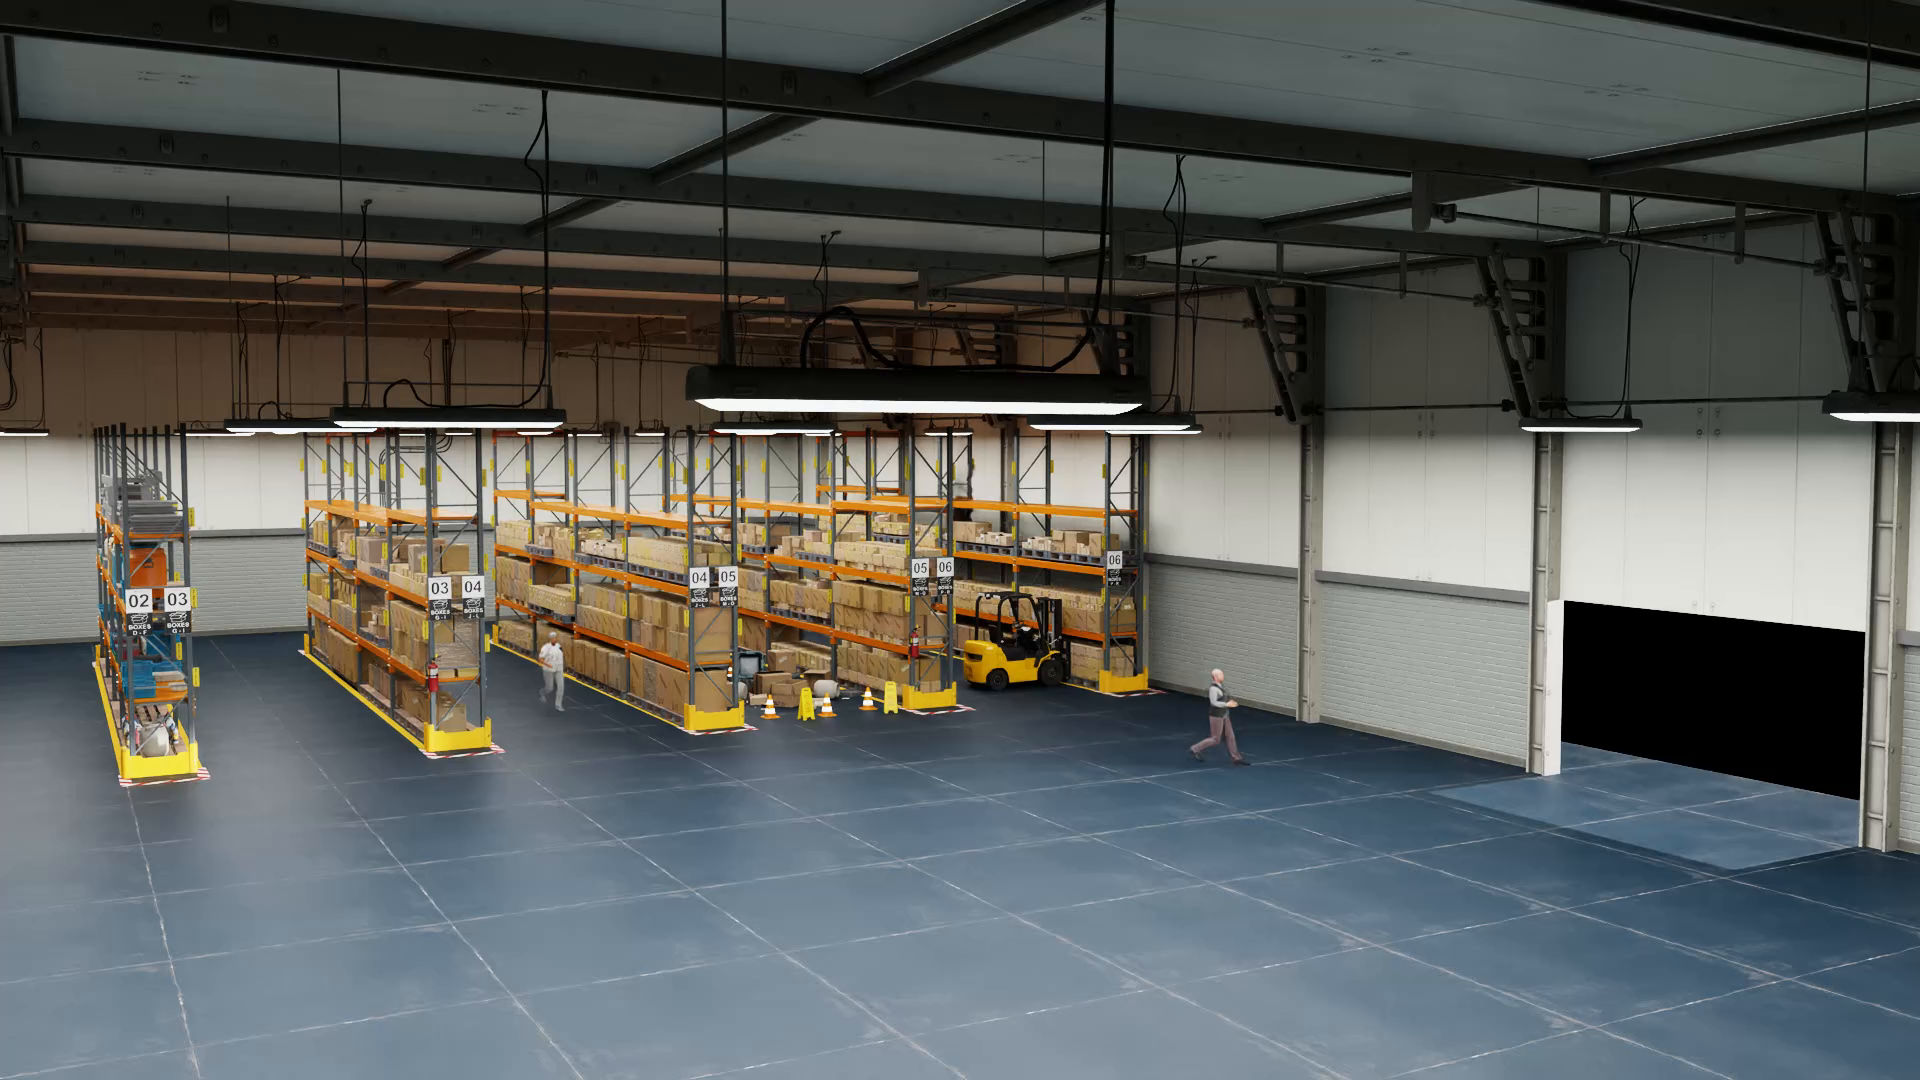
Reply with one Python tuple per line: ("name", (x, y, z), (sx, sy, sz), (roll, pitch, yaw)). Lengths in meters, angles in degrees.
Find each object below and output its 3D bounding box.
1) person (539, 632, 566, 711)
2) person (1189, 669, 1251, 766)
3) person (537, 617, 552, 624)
("person", (-8.640, 2.777, 35.250), (0.612, 1.658, 0.831), (-3, 5, -41))
("person", (4.540, 3.089, 28.974), (1.054, 1.681, 0.672), (1, 4, 22))
("person", (-12.093, 1.982, 48.544), (0.568, 1.622, 0.567), (-2, 4, -34))
